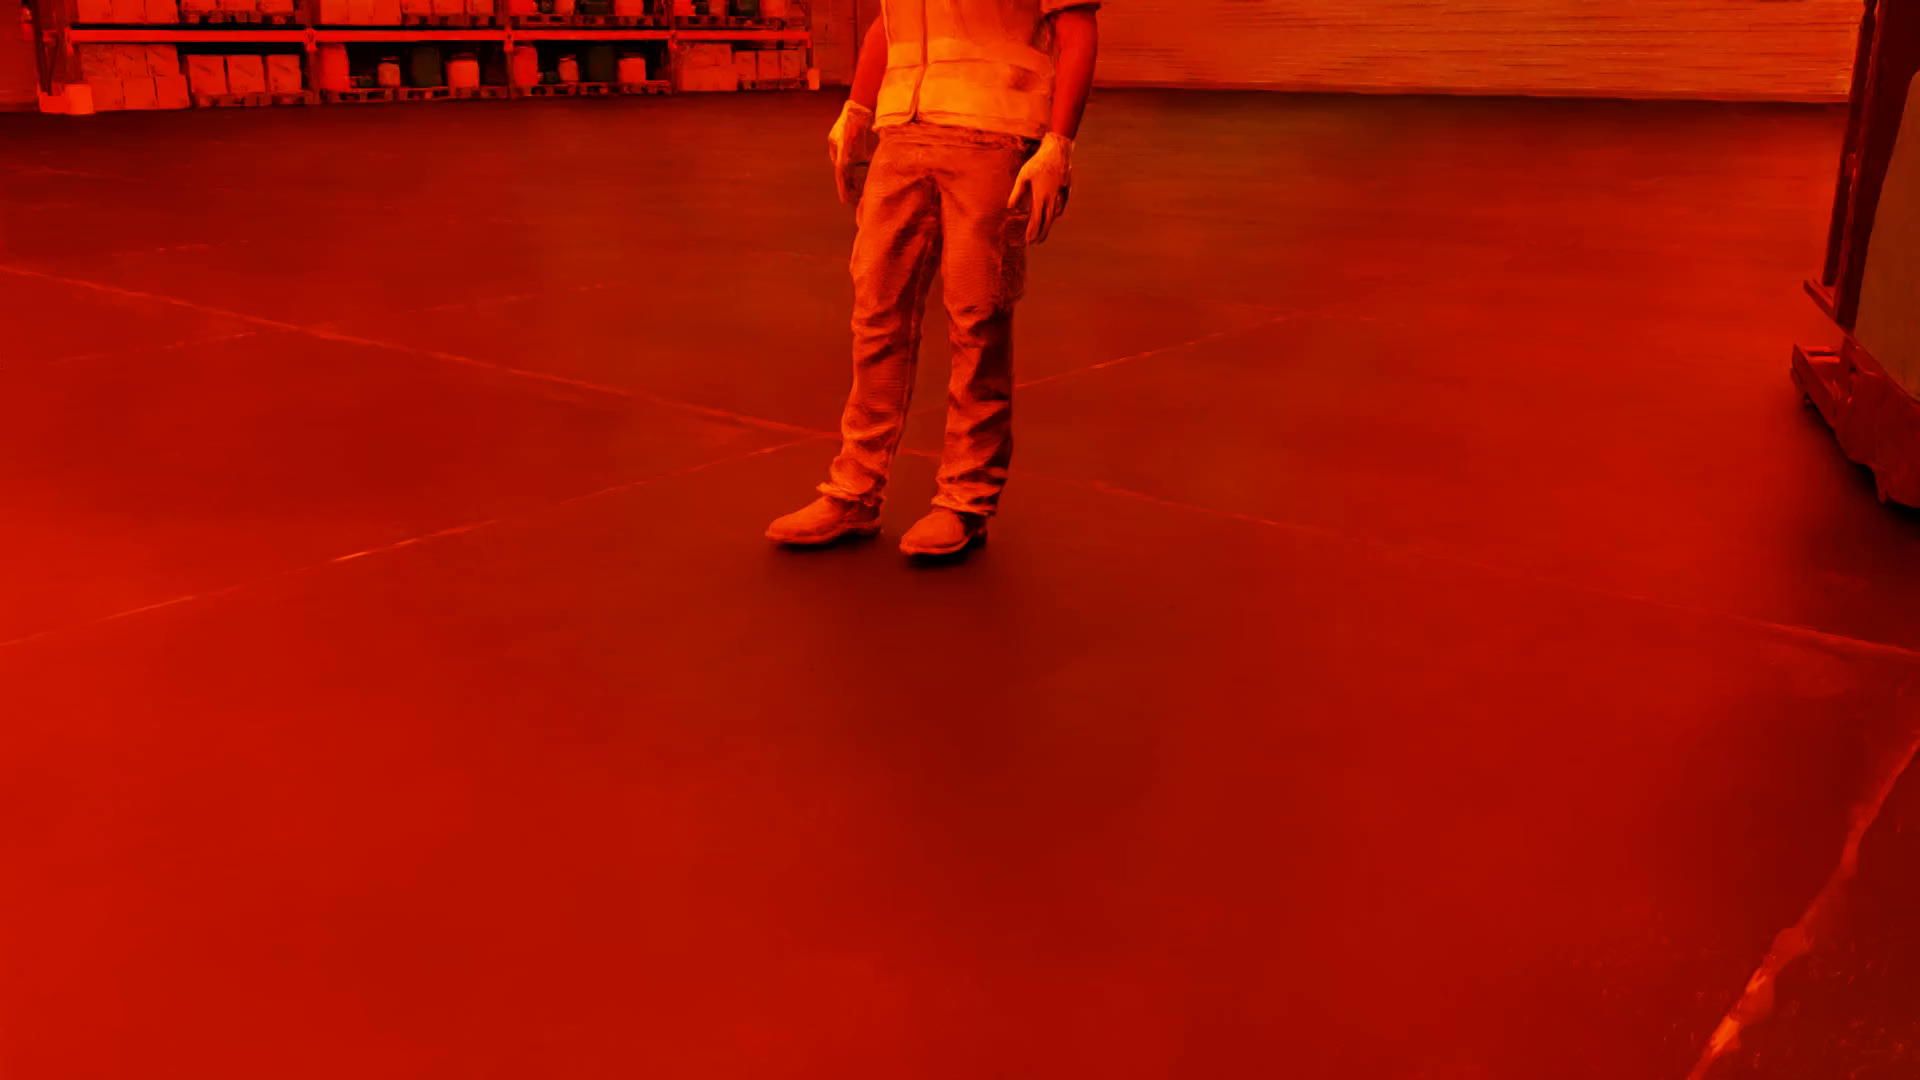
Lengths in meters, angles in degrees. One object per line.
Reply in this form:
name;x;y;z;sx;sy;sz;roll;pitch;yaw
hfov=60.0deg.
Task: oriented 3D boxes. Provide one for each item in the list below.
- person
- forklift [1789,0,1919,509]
person;-0.052;-0.845;3.633;0.655;1.782;0.576;13;21;37
forklift;3.219;-1.769;4.722;1.130;2.935;3.031;6;18;19
